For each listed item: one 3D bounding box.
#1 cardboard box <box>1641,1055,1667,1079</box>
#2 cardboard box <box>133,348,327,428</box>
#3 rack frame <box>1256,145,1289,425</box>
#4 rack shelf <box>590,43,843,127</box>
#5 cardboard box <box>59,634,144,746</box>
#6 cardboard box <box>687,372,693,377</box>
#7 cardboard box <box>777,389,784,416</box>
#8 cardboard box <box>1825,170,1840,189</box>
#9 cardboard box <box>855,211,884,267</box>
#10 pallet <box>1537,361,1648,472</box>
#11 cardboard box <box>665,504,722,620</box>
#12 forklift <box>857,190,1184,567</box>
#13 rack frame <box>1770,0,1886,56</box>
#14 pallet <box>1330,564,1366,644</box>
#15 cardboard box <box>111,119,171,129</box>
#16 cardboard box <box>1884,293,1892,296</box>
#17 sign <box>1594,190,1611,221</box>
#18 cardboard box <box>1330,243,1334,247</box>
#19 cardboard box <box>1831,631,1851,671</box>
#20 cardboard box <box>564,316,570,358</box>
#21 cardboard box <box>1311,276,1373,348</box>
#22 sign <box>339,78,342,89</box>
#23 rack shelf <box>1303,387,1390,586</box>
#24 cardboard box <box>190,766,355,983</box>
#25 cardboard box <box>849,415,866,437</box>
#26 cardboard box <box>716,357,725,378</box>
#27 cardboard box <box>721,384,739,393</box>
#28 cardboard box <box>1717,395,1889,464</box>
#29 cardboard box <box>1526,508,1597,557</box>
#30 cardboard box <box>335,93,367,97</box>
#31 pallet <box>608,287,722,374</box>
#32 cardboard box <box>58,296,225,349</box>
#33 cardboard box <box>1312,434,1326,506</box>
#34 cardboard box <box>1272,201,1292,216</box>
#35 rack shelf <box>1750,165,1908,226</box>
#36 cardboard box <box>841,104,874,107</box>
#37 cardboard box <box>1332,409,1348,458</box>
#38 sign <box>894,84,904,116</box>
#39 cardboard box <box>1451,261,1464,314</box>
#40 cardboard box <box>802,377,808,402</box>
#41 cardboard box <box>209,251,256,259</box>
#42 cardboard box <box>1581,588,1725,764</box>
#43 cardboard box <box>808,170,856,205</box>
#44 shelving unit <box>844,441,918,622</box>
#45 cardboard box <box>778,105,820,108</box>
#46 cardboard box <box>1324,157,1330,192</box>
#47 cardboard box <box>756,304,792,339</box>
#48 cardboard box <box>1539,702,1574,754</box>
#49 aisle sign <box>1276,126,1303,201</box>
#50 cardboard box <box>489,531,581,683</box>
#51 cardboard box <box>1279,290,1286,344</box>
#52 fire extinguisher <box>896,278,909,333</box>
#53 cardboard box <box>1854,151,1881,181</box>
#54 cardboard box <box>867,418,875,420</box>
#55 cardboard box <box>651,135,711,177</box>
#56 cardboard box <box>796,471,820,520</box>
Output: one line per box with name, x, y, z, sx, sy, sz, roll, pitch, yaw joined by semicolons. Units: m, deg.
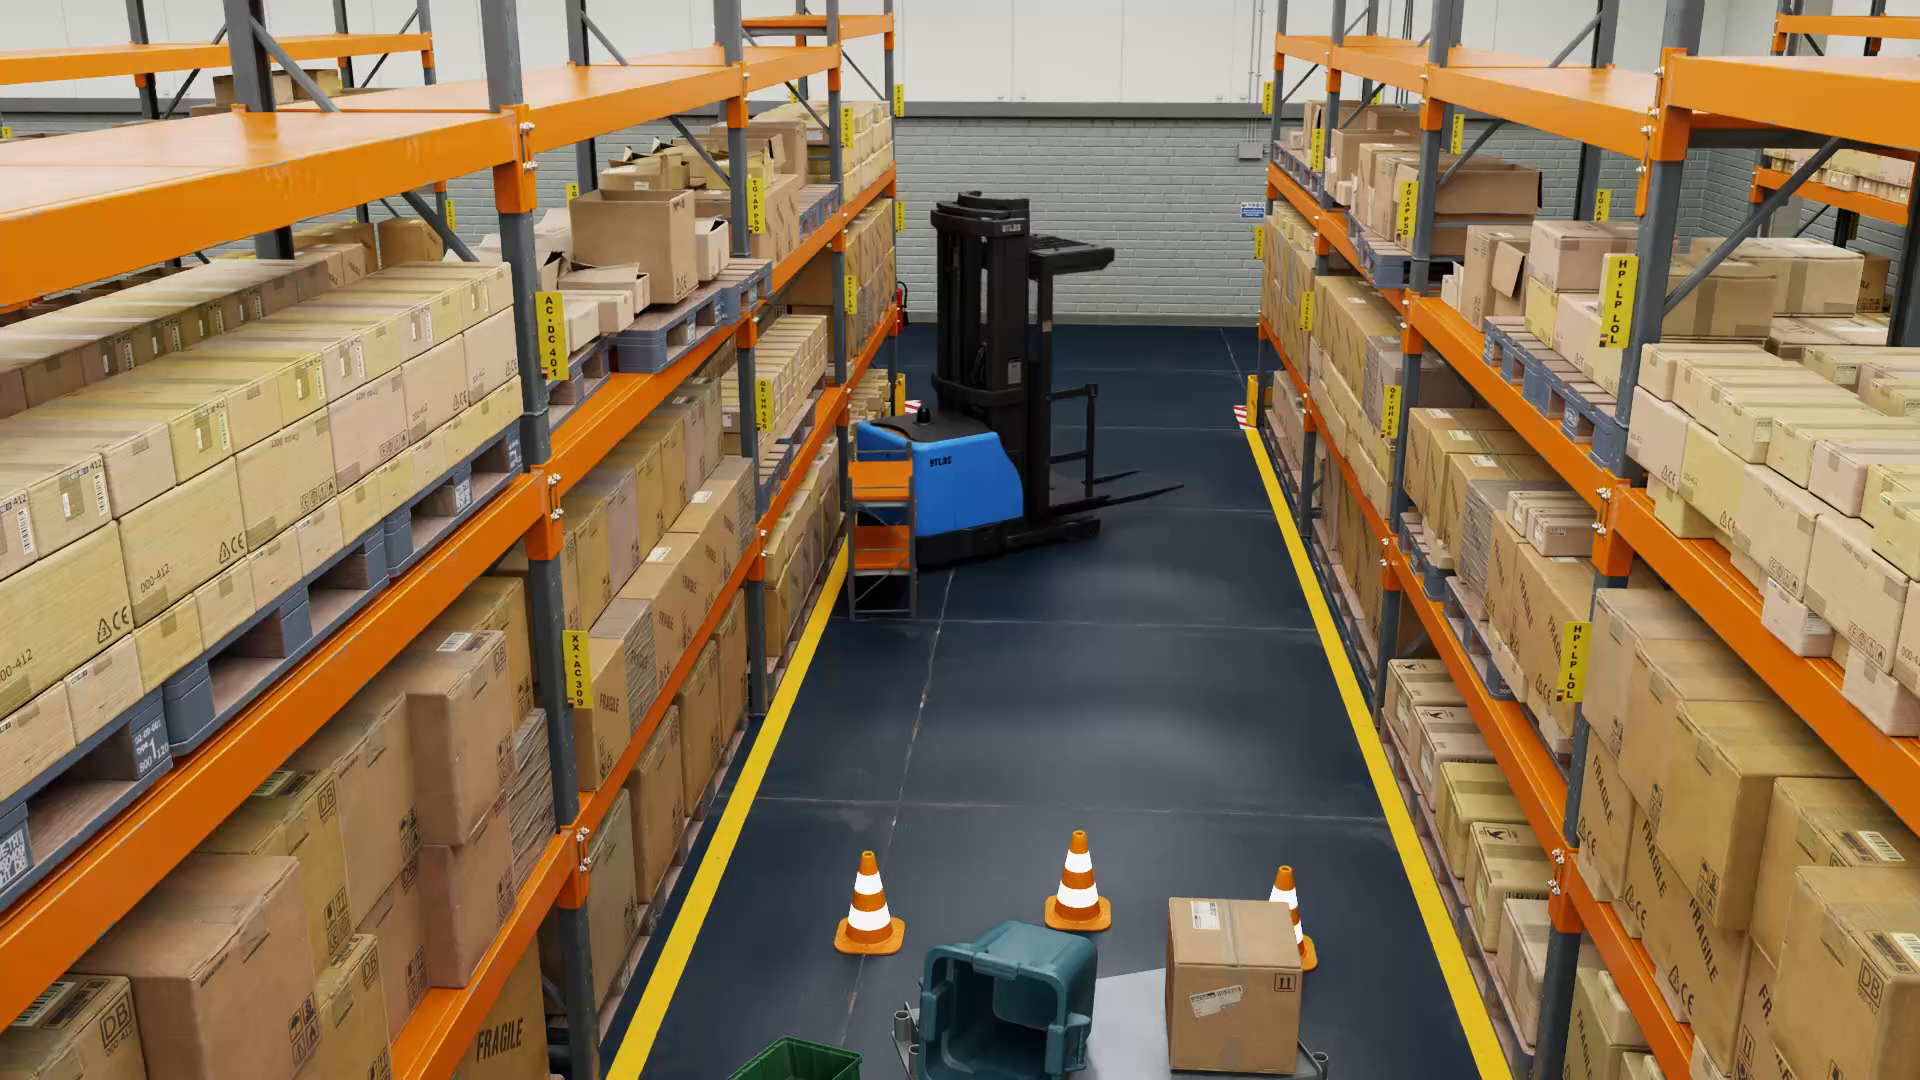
cardboard box;2.475;1.843;5.475;0.380;0.149;0.250;2;18;6
cardboard box;-1.871;-0.392;4.273;0.380;0.149;0.250;2;18;5
rack frame;3.750;-2.700;17.847;1.000;3.000;0.127;1;18;4
rack shelf;-1.624;-3.235;11.641;1.077;0.370;4.000;1;18;4
cardboard box;-1.943;0.302;3.436;0.380;0.149;0.250;1;18;4
cardboard box;-2.112;-1.137;11.850;0.380;0.149;0.250;1;18;4
cardboard box;-1.463;-0.985;11.863;0.380;0.149;0.250;1;18;4
cardboard box;8.240;-3.329;15.351;0.380;0.149;0.250;1;18;4
cardboard box;-1.044;-2.977;16.446;0.500;0.500;0.500;2;18;7
pallet;3.041;-0.499;6.613;1.213;0.211;1.003;1;18;4
cardboard box;-1.605;0.114;9.098;0.500;0.500;0.500;1;18;3
forklift;0.621;-1.509;14.320;3.031;2.935;1.130;-12;22;-32
rack frame;8.701;-5.442;16.578;1.000;3.000;0.127;1;18;4
pallet;3.399;0.488;12.594;1.003;0.211;1.213;1;18;4
cardboard box;-6.453;-3.171;13.632;0.700;0.500;0.500;2;18;5
cardboard box;8.895;-2.352;16.547;0.500;0.250;0.500;1;18;4
sign;3.718;-1.874;9.678;0.100;0.325;0.005;1;18;4
cardboard box;3.295;-2.471;14.339;0.380;0.149;0.250;2;18;5
cardboard box;2.511;0.292;4.302;0.380;0.149;0.250;1;18;4
cardboard box;-1.762;-0.843;6.742;0.258;0.266;0.396;1;18;3
cardboard box;3.145;-1.850;13.487;0.500;0.500;0.500;1;18;5
sign;-6.687;-4.814;17.950;0.100;0.325;0.005;1;18;4
rack shelf;3.320;-0.495;12.272;1.077;0.370;4.000;1;18;4
cardboard box;-2.245;0.980;4.641;0.875;0.550;0.500;1;18;4
cardboard box;-1.106;-1.090;15.880;0.380;0.149;0.250;2;18;5
cardboard box;-2.038;-1.321;12.890;0.380;0.149;0.250;2;18;6
cardboard box;-1.503;-0.957;11.299;0.380;0.149;0.250;1;18;4
cardboard box;2.479;-0.324;4.899;0.380;0.149;0.250;1;18;4
cardboard box;2.734;-0.033;7.352;0.380;0.149;0.250;1;18;2
cardboard box;-6.267;-4.145;16.443;0.700;0.500;0.500;0;18;0
pallet;-1.838;-1.082;8.394;1.003;0.211;1.213;2;18;6
cardboard box;-2.473;-0.642;5.037;0.380;0.149;0.250;1;18;3
cardboard box;3.616;-0.633;14.977;0.875;0.438;0.875;1;18;3
cardboard box;3.449;-3.427;17.257;0.380;0.149;0.250;2;18;5
rack shelf;8.558;-3.053;15.261;1.077;0.370;4.000;1;18;4
cardboard box;-1.058;-4.297;16.699;0.380;0.149;0.250;1;18;2
cardboard box;3.035;-0.781;12.231;0.500;0.250;0.500;1;18;3
sign;-0.642;-4.607;17.427;0.100;0.325;0.005;1;18;4
cardboard box;2.966;-1.404;9.289;0.396;0.266;0.258;1;18;4
cardboard box;-1.382;-1.167;12.897;0.380;0.149;0.250;1;18;2
cardboard box;-6.615;-2.410;15.519;0.500;0.500;0.500;1;18;4
cardboard box;2.642;0.494;5.853;0.700;0.500;0.500;1;18;3
cardboard box;-1.185;-3.029;14.274;0.500;0.250;0.500;2;18;7
shelving unit;-0.608;-0.083;12.871;0.538;1.125;1.048;-1;18;-3
cardboard box;-1.591;-4.228;16.490;0.380;0.149;0.250;2;18;5
cardboard box;3.079;-2.872;13.094;0.396;0.266;0.258;1;18;3
cardboard box;-1.728;-1.883;14.713;0.500;0.500;0.500;1;18;4
cardboard box;2.652;0.780;6.953;0.380;0.149;0.250;2;18;5
aisle sign;3.466;-3.965;17.530;0.394;0.787;0.004;1;18;4
cardboard box;-2.025;0.270;7.014;0.700;0.500;0.500;1;18;3
cardboard box;3.347;-2.134;15.958;0.500;0.500;0.500;2;18;6
fire extinguisher;-0.716;-2.633;18.366;0.296;0.674;0.183;1;18;4
cardboard box;8.275;-3.320;14.683;0.500;0.250;0.500;2;18;5
cardboard box;-1.036;-1.107;16.412;0.380;0.149;0.250;1;18;4
cardboard box;-1.926;-2.663;11.525;0.396;0.266;0.258;1;18;4
cardboard box;-1.356;-0.344;12.793;0.500;0.250;0.500;0;18;1
